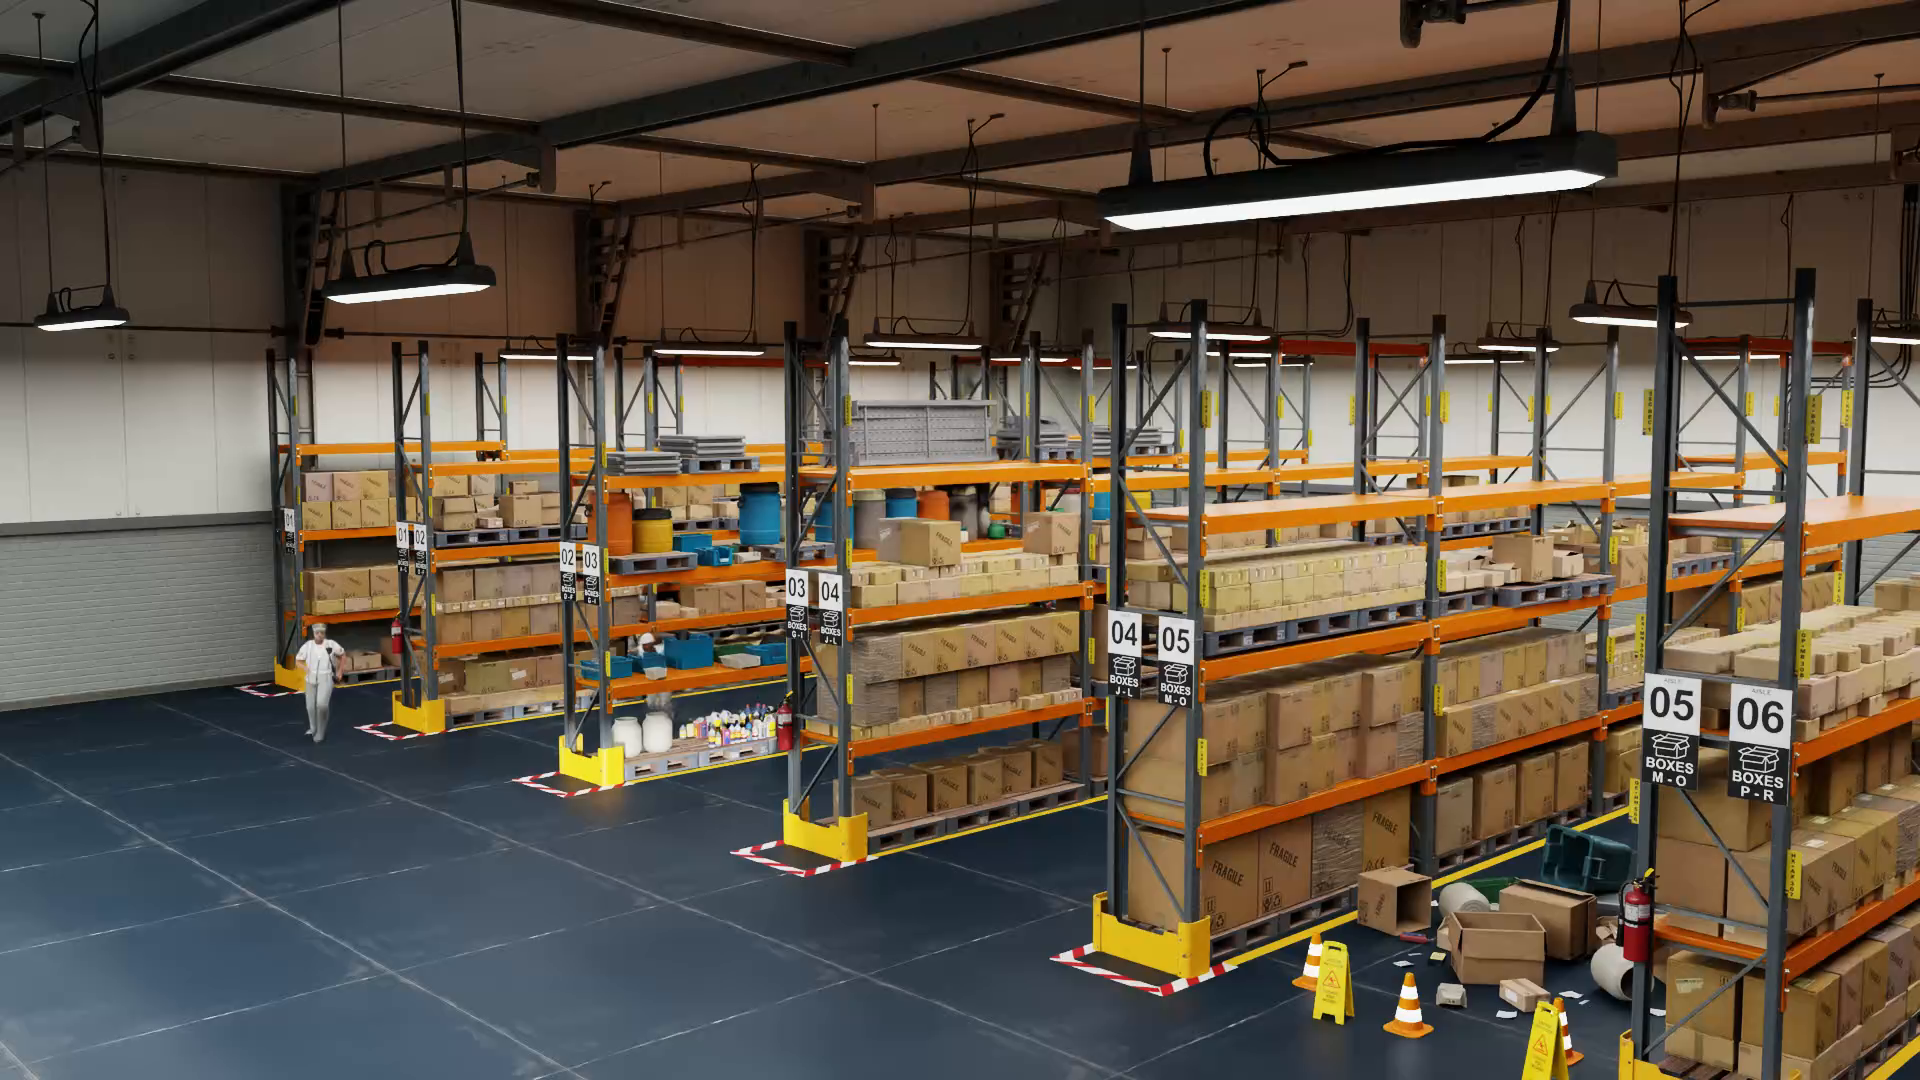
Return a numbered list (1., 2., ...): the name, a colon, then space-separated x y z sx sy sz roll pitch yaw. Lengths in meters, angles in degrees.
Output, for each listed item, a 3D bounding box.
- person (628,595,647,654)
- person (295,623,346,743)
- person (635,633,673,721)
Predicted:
1. person: -5.929 1.647 30.400 0.588 1.831 0.835 5 7 44
2. person: -9.615 2.130 24.970 0.666 1.799 0.794 -1 5 -8
3. person: -4.683 2.175 25.508 0.711 1.583 0.869 2 5 19
